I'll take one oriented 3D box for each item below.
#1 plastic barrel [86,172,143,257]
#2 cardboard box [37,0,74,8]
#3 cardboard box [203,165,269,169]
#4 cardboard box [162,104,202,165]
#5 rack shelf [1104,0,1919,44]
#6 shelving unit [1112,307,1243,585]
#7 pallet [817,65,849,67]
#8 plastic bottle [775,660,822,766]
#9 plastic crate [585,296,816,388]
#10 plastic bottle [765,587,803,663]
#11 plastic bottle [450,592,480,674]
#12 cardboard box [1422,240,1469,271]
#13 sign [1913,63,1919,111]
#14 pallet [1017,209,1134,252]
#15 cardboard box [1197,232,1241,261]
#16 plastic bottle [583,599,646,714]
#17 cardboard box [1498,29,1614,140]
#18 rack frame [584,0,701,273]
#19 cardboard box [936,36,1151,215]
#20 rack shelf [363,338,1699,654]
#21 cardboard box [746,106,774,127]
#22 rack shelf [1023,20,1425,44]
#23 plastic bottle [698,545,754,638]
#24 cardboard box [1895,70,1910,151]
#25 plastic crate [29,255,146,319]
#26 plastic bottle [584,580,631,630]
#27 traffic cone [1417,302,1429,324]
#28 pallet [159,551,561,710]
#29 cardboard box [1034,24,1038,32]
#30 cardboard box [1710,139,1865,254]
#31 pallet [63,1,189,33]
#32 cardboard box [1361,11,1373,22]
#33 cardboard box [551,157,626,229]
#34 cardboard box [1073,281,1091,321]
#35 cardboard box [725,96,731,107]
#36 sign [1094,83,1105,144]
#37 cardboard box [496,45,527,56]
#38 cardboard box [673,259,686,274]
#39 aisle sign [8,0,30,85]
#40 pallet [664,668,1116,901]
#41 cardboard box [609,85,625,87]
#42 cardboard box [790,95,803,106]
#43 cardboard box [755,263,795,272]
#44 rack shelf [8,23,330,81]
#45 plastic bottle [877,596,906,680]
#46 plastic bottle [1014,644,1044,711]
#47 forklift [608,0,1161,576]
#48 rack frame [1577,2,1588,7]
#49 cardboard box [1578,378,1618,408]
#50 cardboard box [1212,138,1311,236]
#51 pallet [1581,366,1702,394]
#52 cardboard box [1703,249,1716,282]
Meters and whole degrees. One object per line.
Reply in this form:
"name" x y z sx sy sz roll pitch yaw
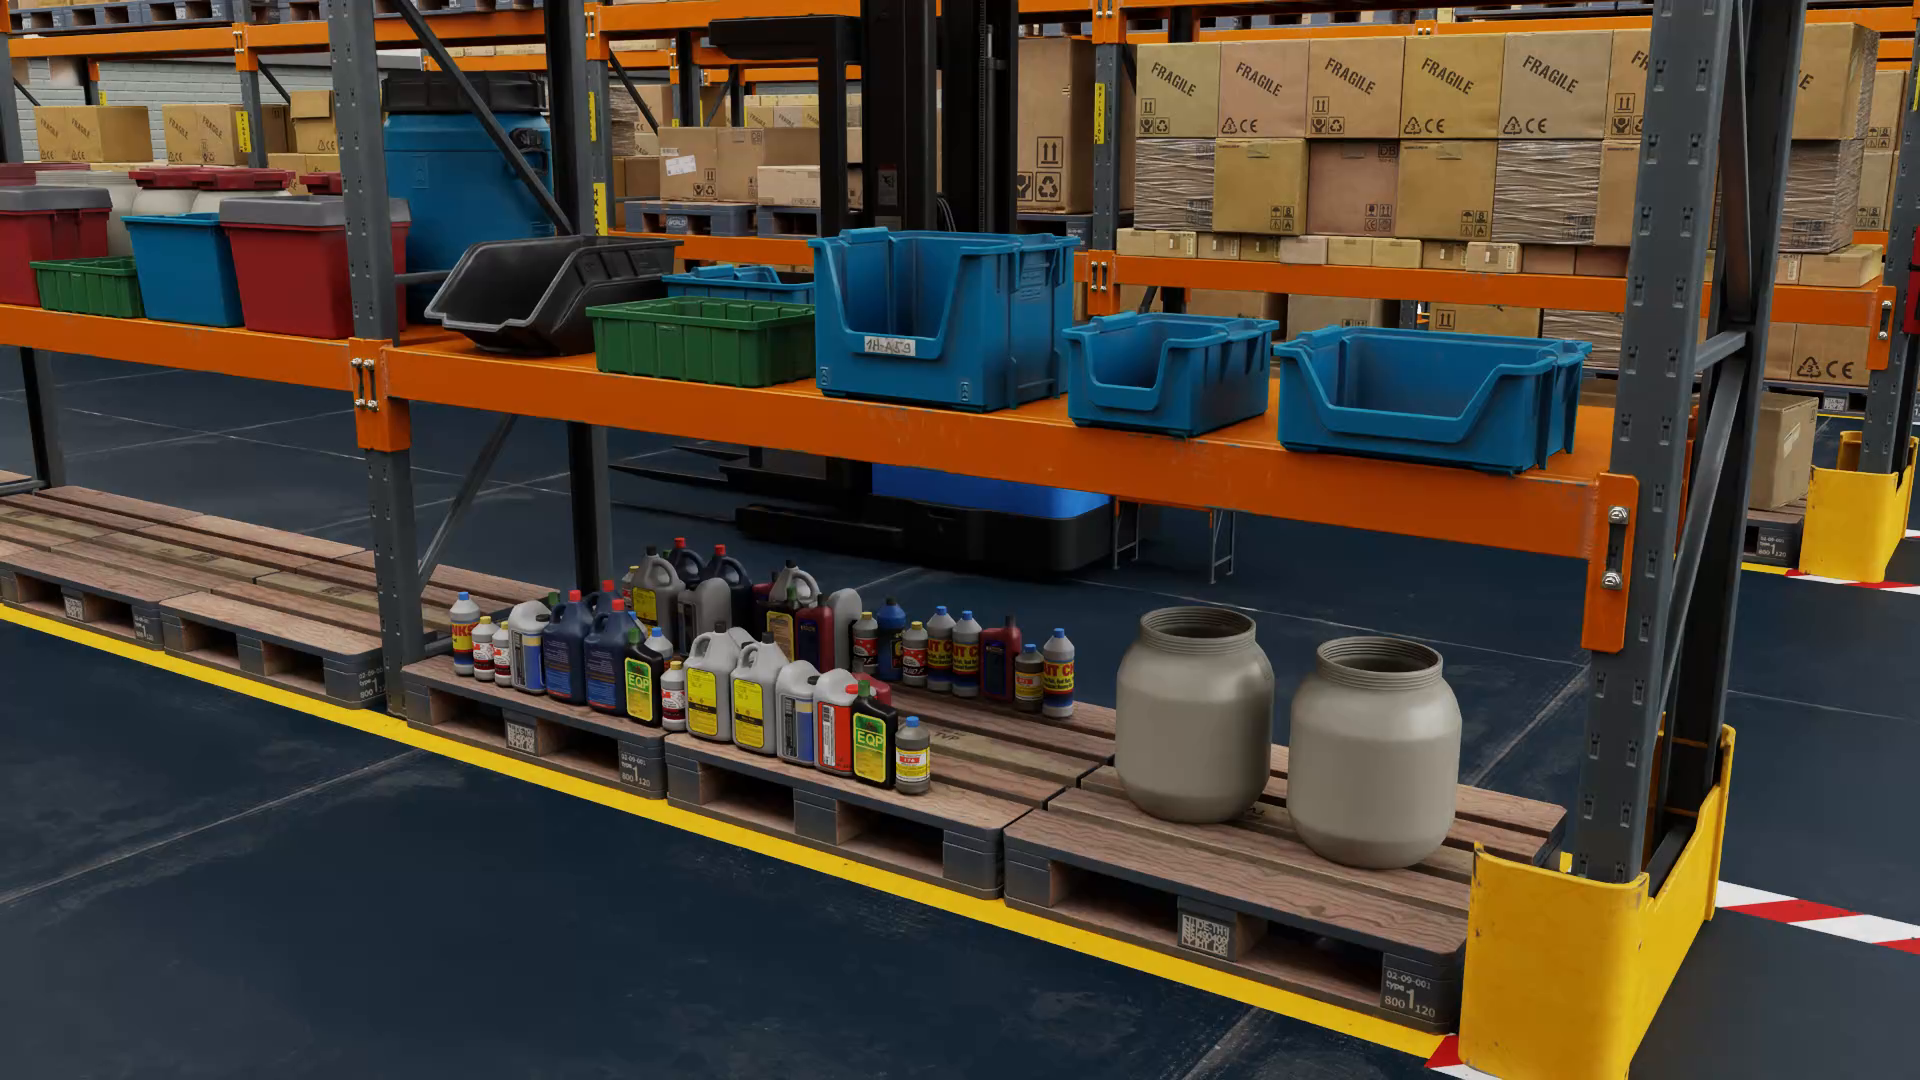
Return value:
"plastic barrel" -3.678 -1.371 7.388 0.421 0.512 0.421 0 14 0
"cardboard box" -8.013 -5.128 15.263 0.500 0.500 0.700 8 16 31
"cardboard box" -6.068 -3.071 14.182 0.500 0.250 0.500 9 16 32
"cardboard box" -6.499 -3.505 14.372 0.500 0.500 0.500 9 17 33
"rack shelf" 2.742 -2.759 8.480 4.000 0.370 1.077 9 17 33
"shelving unit" 0.987 -0.437 7.590 0.503 1.200 0.258 9 16 31
"pallet" -1.706 -6.658 22.917 1.213 0.211 1.003 9 17 33
"plastic bottle" -0.440 0.496 4.831 0.135 0.276 0.152 9 16 31
"plastic crate" -0.712 -0.591 4.911 0.662 0.188 0.450 9 17 33
"plastic bottle" -0.595 0.294 5.630 0.133 0.283 0.061 9 17 33
"plastic bottle" -1.662 0.308 5.597 0.097 0.271 0.097 0 14 0
"cardboard box" 2.578 -1.486 8.608 0.250 0.149 0.380 9 17 33
"sign" 4.076 -1.991 7.057 0.005 0.325 0.100 9 17 33
"pallet" 0.530 -1.959 10.392 1.213 0.211 1.003 9 17 33
"cardboard box" 1.517 -1.645 9.250 0.250 0.149 0.380 9 17 33
"plastic bottle" -1.087 0.356 5.240 0.185 0.351 0.144 8 16 30
"cardboard box" 2.976 -2.220 8.141 0.500 0.500 0.500 9 17 33
"rack frame" -2.236 -2.457 12.005 0.127 3.000 1.000 9 17 33
"cardboard box" 0.502 -2.550 10.258 1.000 1.000 1.000 9 17 33
"rack shelf" -0.022 -0.315 4.851 4.000 0.370 1.077 9 17 33
"cardboard box" -2.672 -5.850 23.425 0.500 0.500 0.500 9 16 31
"rack shelf" 2.275 -4.271 14.587 4.000 0.370 1.077 9 17 33
"plastic bottle" -0.827 0.194 5.893 0.185 0.351 0.144 8 16 30
"cardboard box" 6.968 -3.014 11.695 0.550 0.550 0.875 9 17 33
"plastic crate" -3.284 -1.007 6.590 0.662 0.188 0.450 9 17 33
"plastic bottle" -1.163 0.302 5.458 0.185 0.351 0.144 9 17 33
"traffic cone" 4.803 -2.552 17.669 0.334 0.463 0.336 9 17 33
"pallet" -2.355 0.323 6.577 1.213 0.211 1.003 9 17 33
"cardboard box" 0.824 -6.509 21.445 0.500 0.311 0.500 9 17 33
"cardboard box" 3.961 -1.656 7.943 0.500 0.500 0.875 9 17 33
"pallet" -7.236 -4.682 14.935 1.213 0.211 1.003 9 17 33
"cardboard box" 4.576 -5.740 18.810 0.637 0.503 0.797 9 17 33
"cardboard box" -2.784 -2.522 12.060 0.500 0.500 0.500 10 17 35
"cardboard box" 1.071 -2.444 15.762 0.750 0.750 1.050 9 16 32
"cardboard box" -3.203 -6.251 23.695 0.250 0.149 0.380 10 17 34
"sign" 0.776 -2.371 9.249 0.005 0.325 0.100 9 17 33
"cardboard box" -4.923 -5.639 18.930 0.500 0.250 0.500 9 16 31
"cardboard box" -2.797 -1.726 12.600 0.875 0.875 1.225 8 16 30
"aisle sign" -9.102 -4.741 15.824 0.004 0.787 0.394 9 17 33
"pallet" -0.131 0.683 5.126 1.213 0.211 1.003 9 17 33
"cardboard box" -3.676 -4.724 18.257 0.500 0.500 0.500 9 16 31
"cardboard box" -2.135 -6.074 22.981 0.250 0.149 0.380 9 17 33
"cardboard box" -1.798 -2.736 17.463 0.500 0.500 0.500 10 17 35
"rack shelf" -7.215 -4.368 14.981 4.000 0.370 1.077 9 17 33
"plastic bottle" -0.228 0.323 5.539 0.097 0.271 0.097 0 14 0
"plastic bottle" 0.221 0.429 5.254 0.097 0.201 0.097 0 14 0
"forklift" -0.530 -1.502 8.293 3.031 2.935 1.130 9 16 31
"rack frame" 6.614 -6.808 17.099 0.127 3.000 1.000 9 17 33
"cardboard box" 3.378 -0.535 8.569 0.500 0.500 0.500 -12 18 -39
"cardboard box" 1.817 -1.966 9.197 0.500 0.500 0.875 9 17 33
"pallet" 5.539 -1.261 12.978 1.213 0.211 1.003 9 17 33
"cardboard box" 3.607 -1.316 7.919 0.250 0.149 0.380 9 17 33
